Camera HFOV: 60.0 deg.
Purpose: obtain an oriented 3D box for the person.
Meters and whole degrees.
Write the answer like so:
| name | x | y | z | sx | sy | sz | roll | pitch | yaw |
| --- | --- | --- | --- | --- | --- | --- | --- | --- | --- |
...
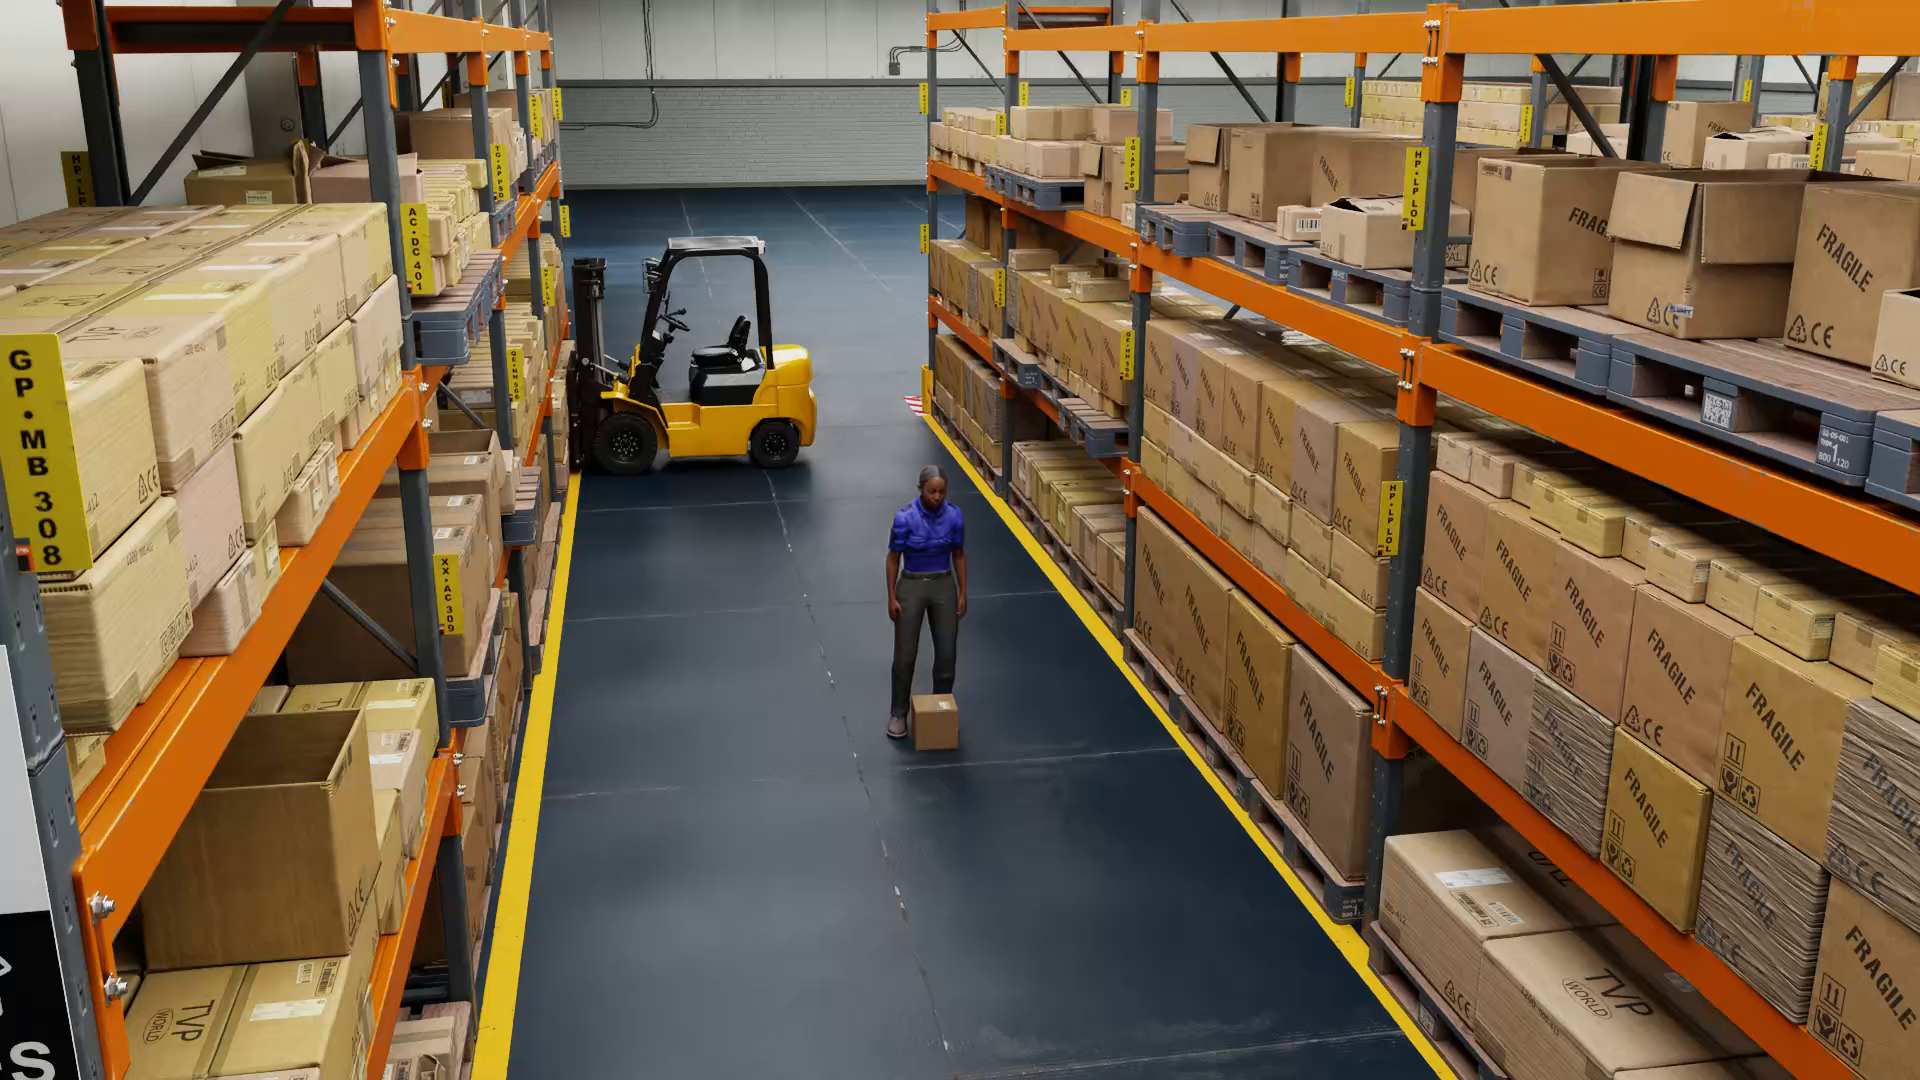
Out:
| name | x | y | z | sx | sy | sz | roll | pitch | yaw |
| --- | --- | --- | --- | --- | --- | --- | --- | --- | --- |
| person | -0.204 | 0.342 | 9.891 | 0.524 | 1.653 | 0.352 | -4 | 17 | -14 |
